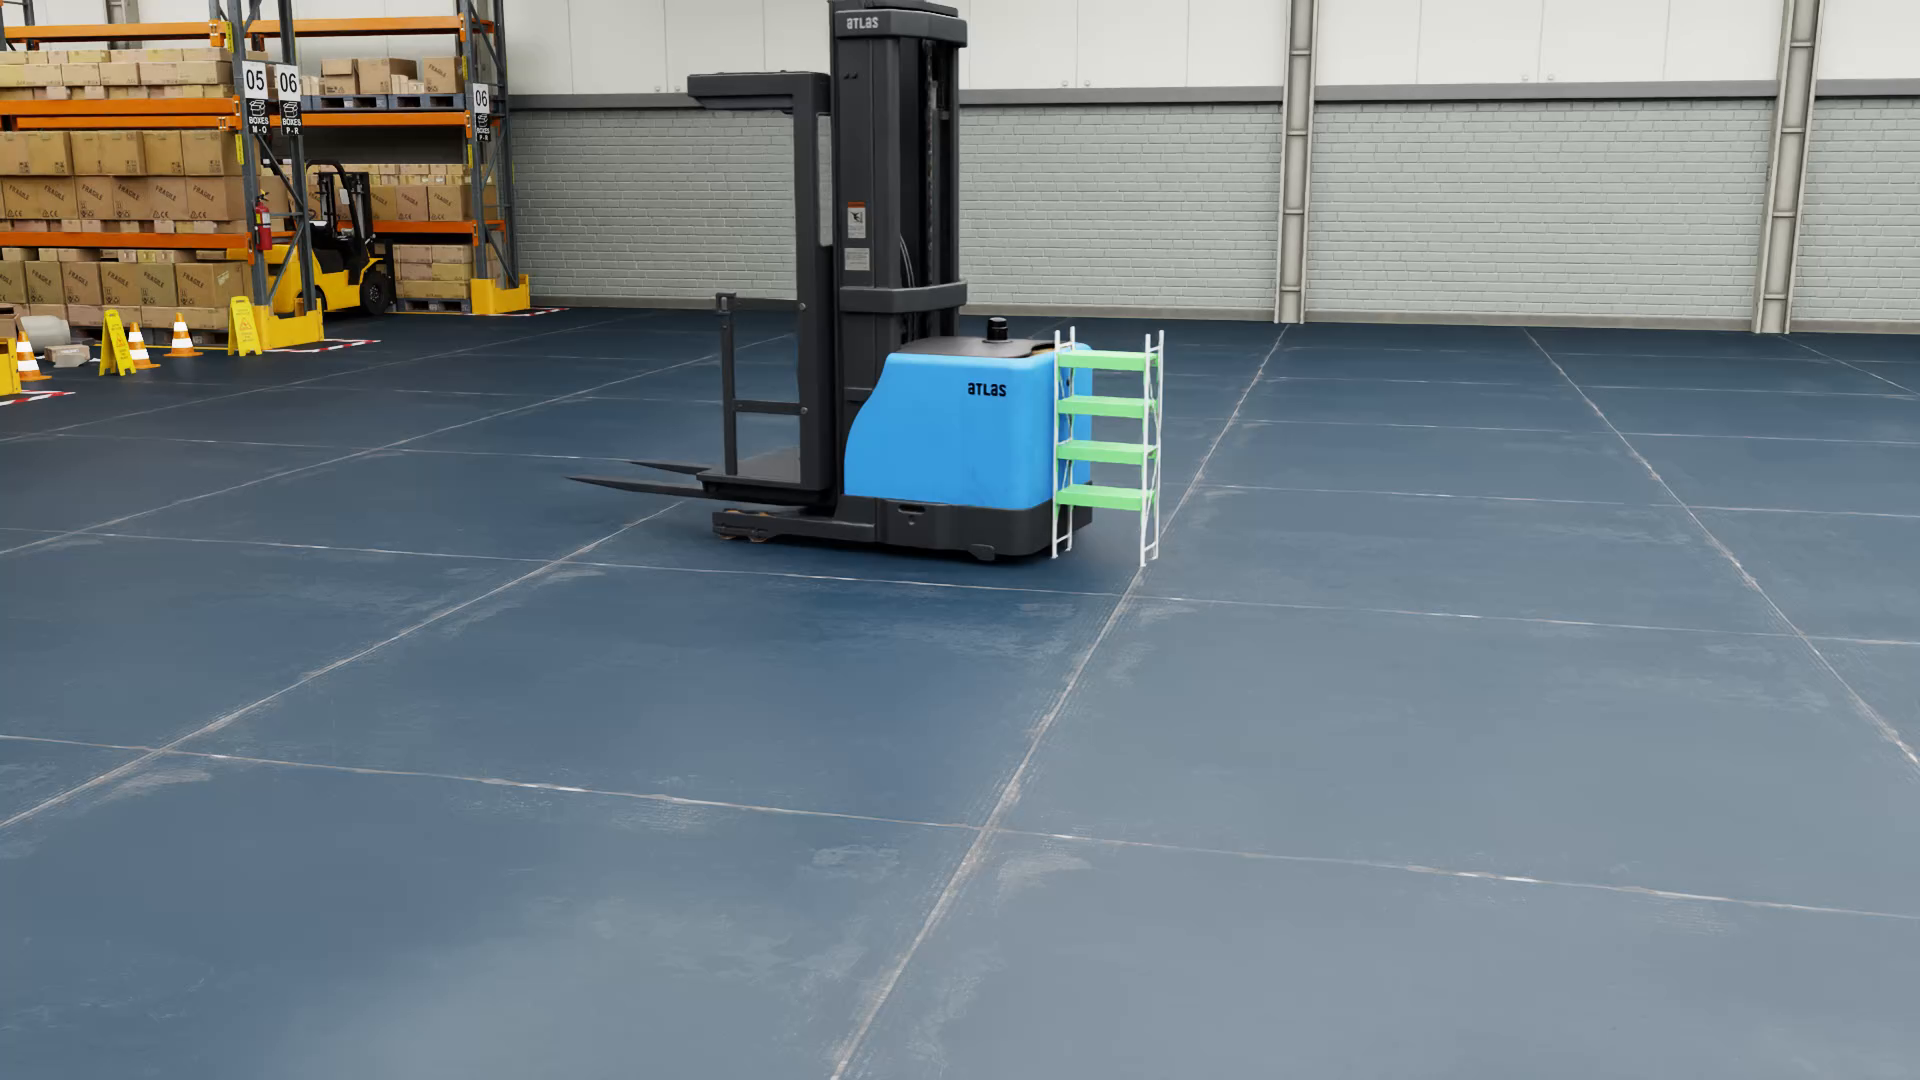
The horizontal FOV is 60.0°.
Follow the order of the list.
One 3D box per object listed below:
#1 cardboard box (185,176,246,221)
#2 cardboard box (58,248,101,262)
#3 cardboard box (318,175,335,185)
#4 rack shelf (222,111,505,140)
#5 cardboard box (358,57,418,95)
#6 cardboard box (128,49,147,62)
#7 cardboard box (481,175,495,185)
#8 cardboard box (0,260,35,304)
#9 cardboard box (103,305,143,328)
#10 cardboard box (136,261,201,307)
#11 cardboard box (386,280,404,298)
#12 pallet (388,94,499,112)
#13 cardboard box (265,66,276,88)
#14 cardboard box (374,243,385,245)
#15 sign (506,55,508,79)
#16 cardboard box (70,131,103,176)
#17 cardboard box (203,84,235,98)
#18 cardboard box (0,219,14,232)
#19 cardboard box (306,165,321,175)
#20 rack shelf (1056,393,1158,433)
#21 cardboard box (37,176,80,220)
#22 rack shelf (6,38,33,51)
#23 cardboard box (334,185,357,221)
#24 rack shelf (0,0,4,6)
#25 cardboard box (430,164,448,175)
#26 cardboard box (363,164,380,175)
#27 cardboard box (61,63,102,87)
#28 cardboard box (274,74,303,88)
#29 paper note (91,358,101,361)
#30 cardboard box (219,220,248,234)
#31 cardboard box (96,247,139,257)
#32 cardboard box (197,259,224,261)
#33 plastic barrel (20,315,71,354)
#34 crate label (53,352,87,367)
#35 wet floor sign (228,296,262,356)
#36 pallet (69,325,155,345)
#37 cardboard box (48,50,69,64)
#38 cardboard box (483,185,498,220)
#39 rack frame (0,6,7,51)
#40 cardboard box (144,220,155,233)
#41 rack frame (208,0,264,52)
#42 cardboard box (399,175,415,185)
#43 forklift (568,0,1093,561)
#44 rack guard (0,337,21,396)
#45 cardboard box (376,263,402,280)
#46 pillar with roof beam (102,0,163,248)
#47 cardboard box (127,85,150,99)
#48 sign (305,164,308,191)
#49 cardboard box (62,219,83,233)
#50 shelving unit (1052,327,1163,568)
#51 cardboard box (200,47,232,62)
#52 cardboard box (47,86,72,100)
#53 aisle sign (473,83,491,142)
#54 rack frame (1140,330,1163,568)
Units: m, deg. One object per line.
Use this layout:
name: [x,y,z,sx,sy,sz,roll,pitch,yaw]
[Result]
cardboard box: [-8.504,-3.933,19.120,0.500,0.500,0.500,3,13,13]
cardboard box: [-10.418,-3.376,19.675,0.250,0.149,0.380,4,13,17]
cardboard box: [-9.127,-5.242,24.207,0.250,0.149,0.380,3,13,12]
rack shelf: [-8.668,-6.030,24.224,4.000,0.370,1.077,3,13,14]
cardboard box: [-8.184,-6.626,23.818,0.500,0.500,0.700,3,13,14]
cardboard box: [-9.274,-5.525,19.024,0.250,0.149,0.380,3,13,14]
cardboard box: [-6.993,-5.251,24.247,0.250,0.149,0.380,3,13,12]
cardboard box: [-11.287,-3.118,20.010,0.500,0.500,0.500,4,13,16]
cardboard box: [-9.771,-2.672,19.729,0.500,0.250,0.500,3,13,12]
cardboard box: [-9.259,-3.011,19.527,0.500,0.500,0.500,4,13,16]
cardboard box: [-8.222,-3.689,24.316,0.500,0.250,0.500,3,13,14]
pallet: [-7.406,-6.277,23.877,1.213,0.211,1.003,3,13,14]
cardboard box: [-8.336,-5.388,19.327,0.500,0.250,0.500,3,13,13]
cardboard box: [-8.727,-4.200,24.307,0.500,0.250,0.500,3,13,12]
sign: [-6.587,-6.859,24.099,0.005,0.325,0.100,3,13,14]
cardboard box: [-9.920,-4.520,19.454,0.500,0.500,0.700,3,13,13]
cardboard box: [-8.325,-5.071,18.818,0.250,0.149,0.380,3,13,14]
cardboard box: [-11.308,-3.768,19.872,0.250,0.149,0.380,3,13,15]
cardboard box: [-9.362,-5.404,24.250,0.250,0.149,0.380,3,13,13]
rack shelf: [0.767,-0.661,8.632,0.480,0.148,0.258,6,14,24]
cardboard box: [-10.457,-4.039,19.598,0.500,0.500,0.500,3,13,13]
rack shelf: [-16.435,-7.714,25.813,4.000,0.370,1.077,3,13,14]
cardboard box: [-8.756,-4.912,24.215,0.500,0.500,0.500,3,13,14]
rack shelf: [-9.853,-6.449,19.194,4.000,0.370,1.077,3,13,14]
cardboard box: [-7.371,-5.304,23.802,0.250,0.149,0.380,3,13,14]
cardboard box: [-8.387,-5.343,23.977,0.250,0.149,0.380,3,13,15]
cardboard box: [-9.957,-5.353,19.172,0.500,0.250,0.500,3,13,14]
cardboard box: [-9.860,-6.601,24.141,0.500,0.311,0.500,3,13,15]
paper note: [-9.306,-1.950,17.953,0.142,0.019,0.148,-1,13,-6]
cardboard box: [-8.326,-3.621,19.209,0.250,0.149,0.380,4,13,15]
cardboard box: [-13.254,-4.207,25.782,0.625,0.625,0.875,3,13,15]
cardboard box: [-9.160,-3.125,20.042,0.500,0.500,0.500,3,13,11]
plastic barrel: [-10.280,-2.300,18.624,0.512,0.421,0.421,-9,15,-35]
crate label: [-9.352,-1.899,17.479,0.298,0.136,0.250,-4,13,-16]
wet floor sign: [-7.983,-2.385,18.494,0.232,0.644,0.267,8,15,33]
pallet: [-9.946,-2.525,20.128,1.213,0.211,1.003,3,13,14]
cardboard box: [-10.290,-5.567,19.213,0.250,0.149,0.380,3,13,13]
cardboard box: [-7.140,-4.946,24.371,0.500,0.500,0.500,3,13,15]
rack frame: [-11.795,-6.906,19.583,0.127,3.000,1.000,3,13,14]
cardboard box: [-9.314,-3.678,19.468,0.250,0.149,0.380,3,13,14]
rack frame: [-10.609,-7.950,24.289,0.127,3.000,1.000,3,13,14]
cardboard box: [-7.860,-5.186,23.956,0.250,0.149,0.380,3,13,13]
forklift: [-0.815,-1.512,9.282,3.031,2.935,1.130,6,14,24]
rack guard: [-8.976,-1.501,14.847,0.348,0.500,1.175,3,13,14]
cardboard box: [-8.264,-3.930,24.247,0.500,0.250,0.500,3,13,12]
pillar with roof beam: [-14.043,-7.374,21.693,0.400,9.000,9.100,3,13,14]
cardboard box: [-9.307,-5.128,19.075,0.250,0.149,0.380,3,13,13]
sign: [-7.782,-4.306,19.718,0.005,0.325,0.100,3,13,14]
cardboard box: [-10.326,-3.702,19.574,0.250,0.149,0.380,3,13,14]
shelving unit: [0.767,-0.490,8.670,0.503,1.200,0.258,6,14,24]
cardboard box: [-8.311,-5.456,18.712,0.250,0.149,0.380,3,13,14]
cardboard box: [-10.320,-5.165,19.245,0.250,0.149,0.380,3,13,12]
aisle sign: [-6.732,-6.017,23.427,0.004,0.787,0.394,3,13,14]
rack frame: [0.989,-0.467,8.570,0.015,1.200,0.240,6,14,24]
